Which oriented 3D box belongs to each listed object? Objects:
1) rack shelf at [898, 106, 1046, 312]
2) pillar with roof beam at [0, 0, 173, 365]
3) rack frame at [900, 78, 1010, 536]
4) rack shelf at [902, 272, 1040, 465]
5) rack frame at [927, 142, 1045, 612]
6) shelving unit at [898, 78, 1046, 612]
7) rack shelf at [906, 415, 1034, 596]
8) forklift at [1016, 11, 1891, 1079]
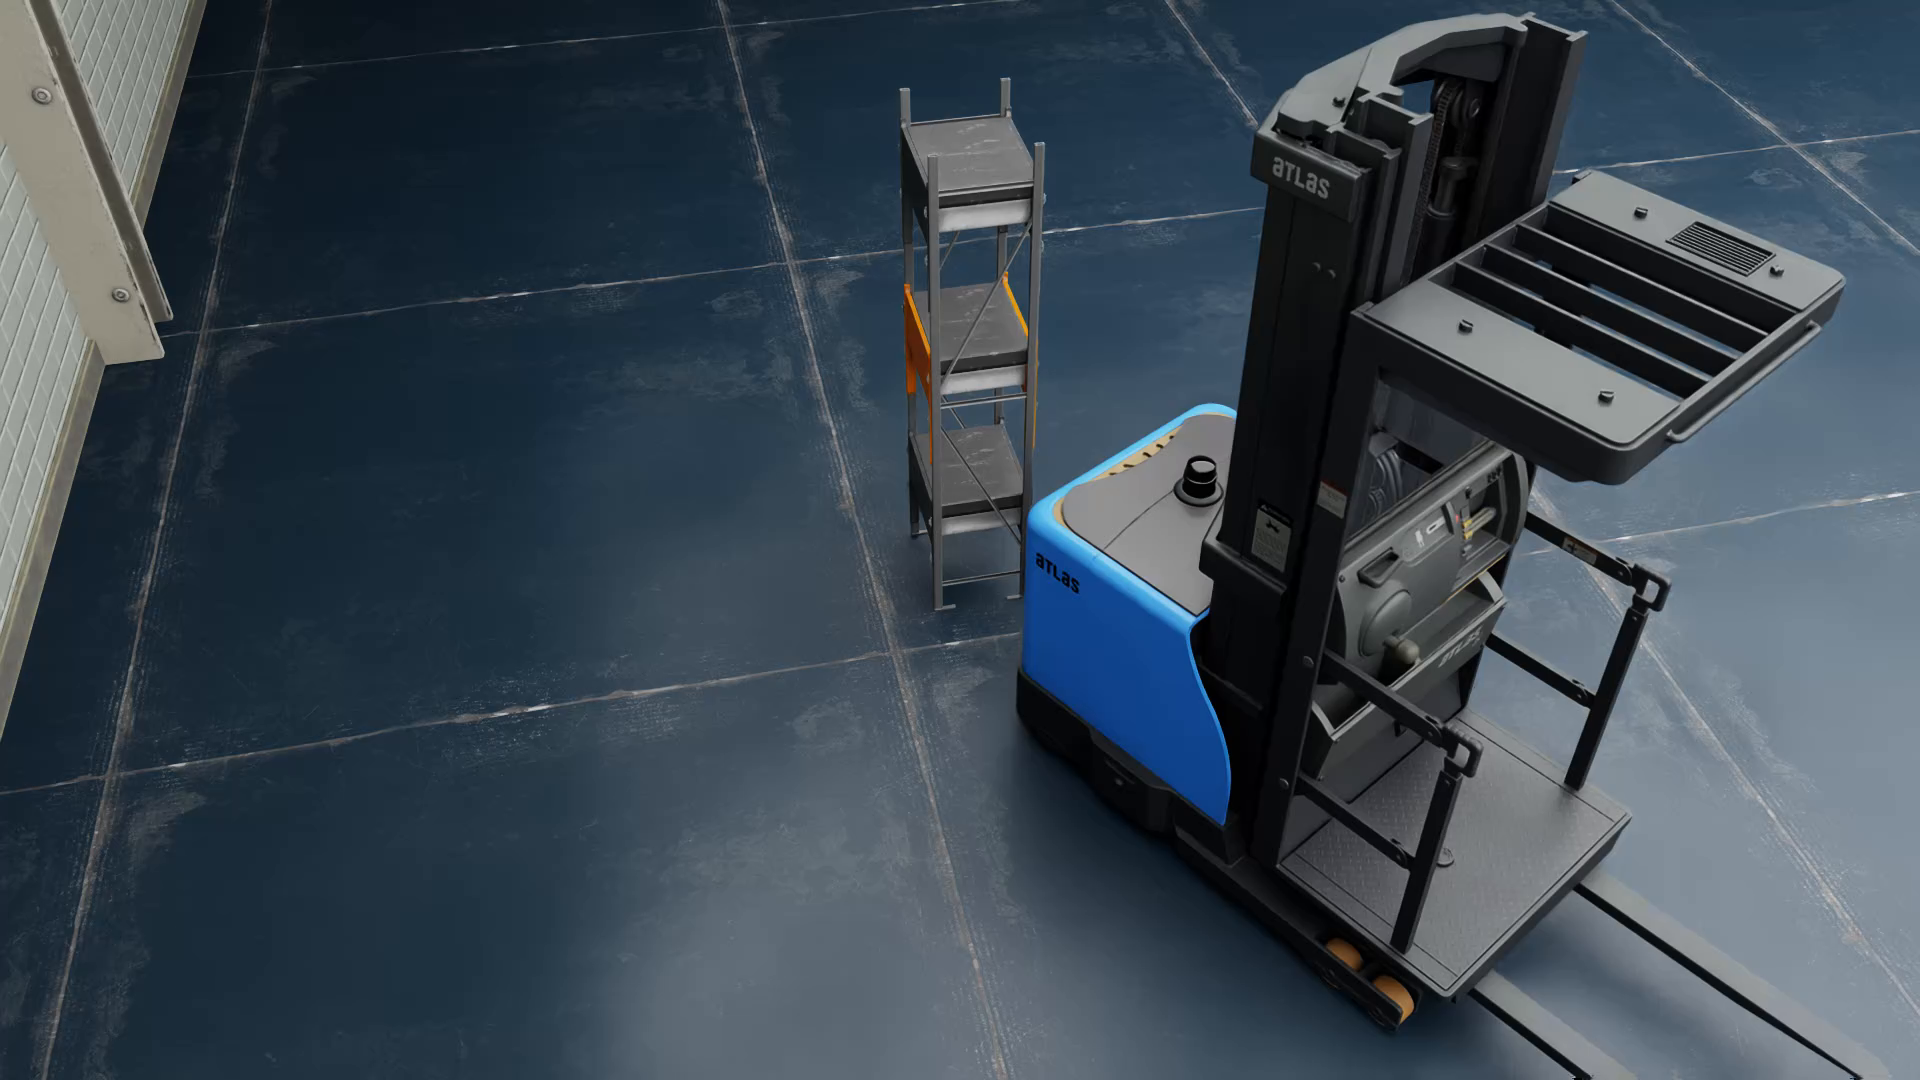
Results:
[{"bbox_3d":[0.036,-1.191,5.976,0.431,0.518,0.480,-8,42,-9],"label":"rack shelf"},{"bbox_3d":[0.047,-4.994,6.098,9.100,9.000,0.400,-8,42,-9],"label":"pillar with roof beam"},{"bbox_3d":[-0.017,-0.836,6.610,0.400,2.100,0.015,-8,42,-9],"label":"rack frame"},{"bbox_3d":[0.036,-0.668,6.441,0.431,0.518,0.480,-8,42,-9],"label":"rack shelf"},{"bbox_3d":[0.088,-0.520,6.254,0.400,2.100,0.015,-8,42,-9],"label":"rack frame"},{"bbox_3d":[0.036,-0.678,6.432,0.431,2.100,0.503,-8,42,-9],"label":"shelving unit"},{"bbox_3d":[0.036,-0.144,6.906,0.431,0.518,0.480,-8,42,-9],"label":"rack shelf"},{"bbox_3d":[1.579,0.109,4.919,1.130,2.935,3.031,-31,50,-30],"label":"forklift"}]
